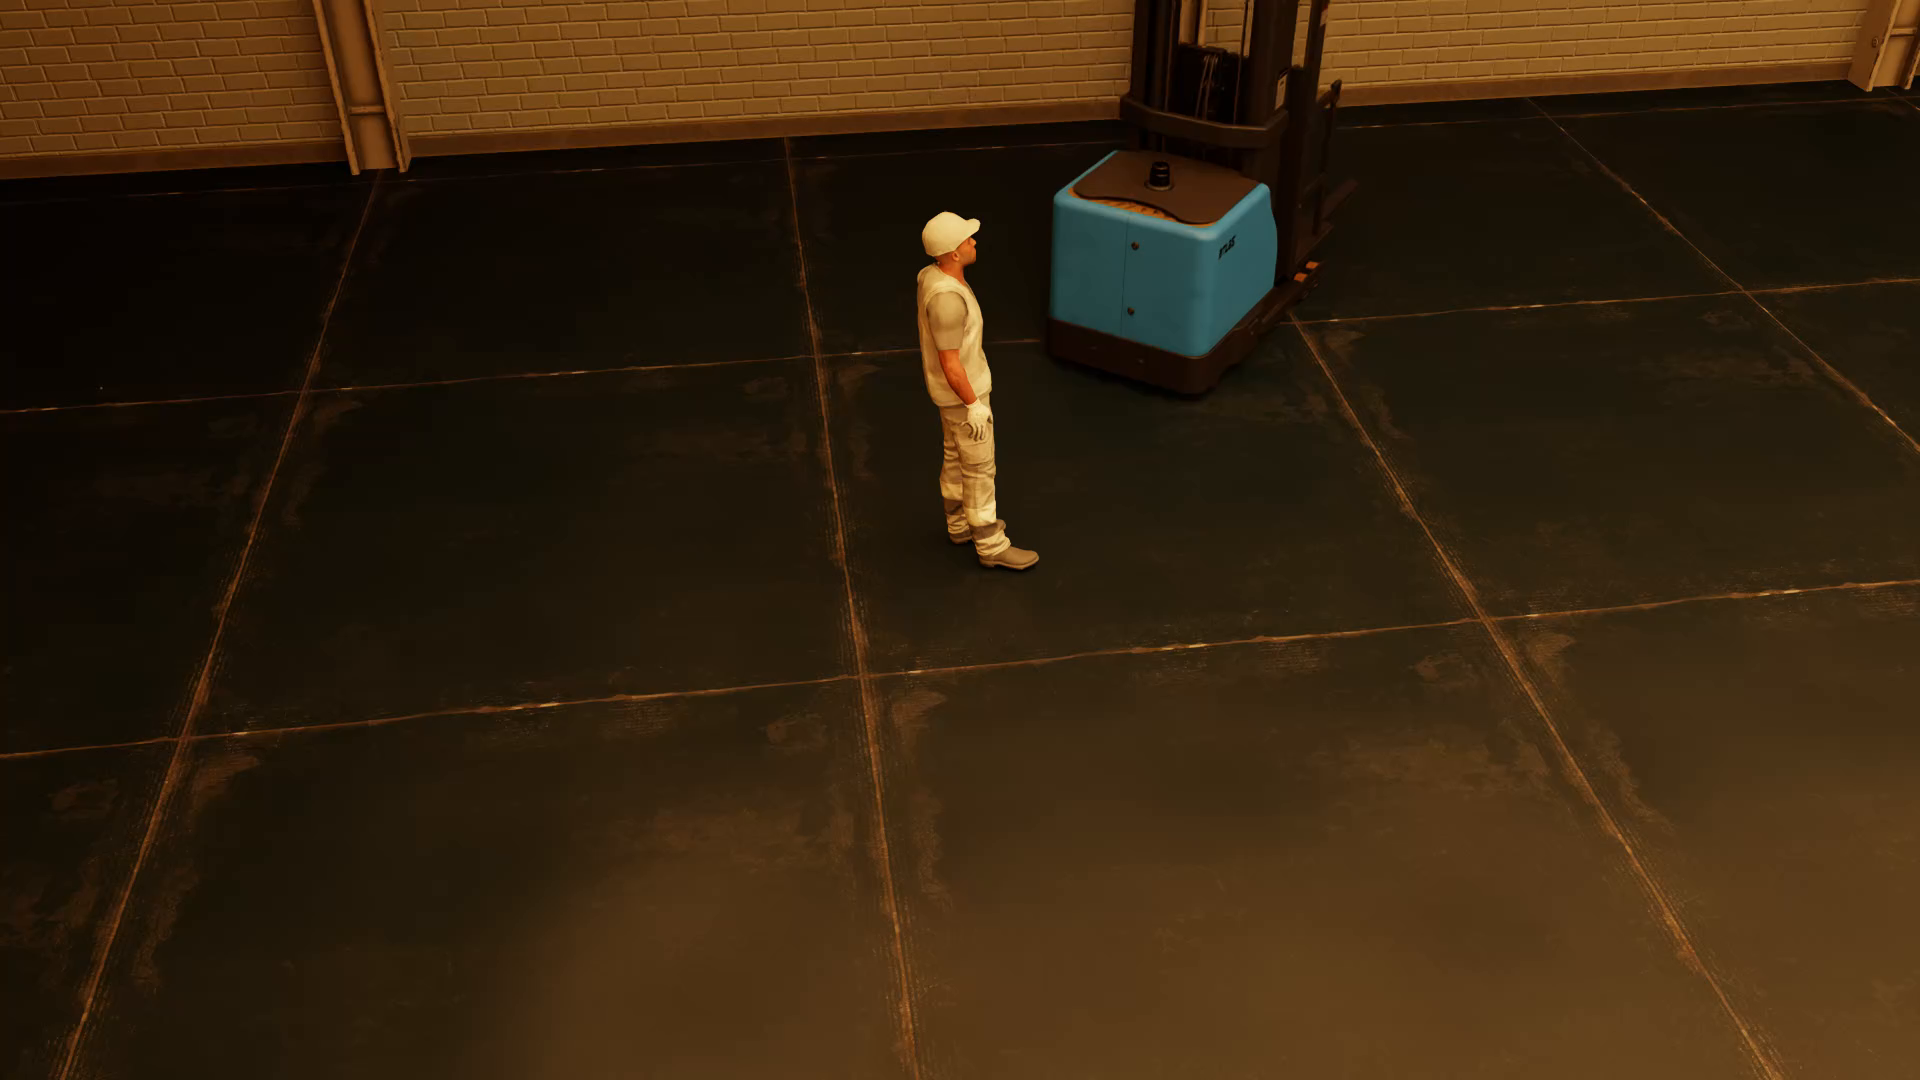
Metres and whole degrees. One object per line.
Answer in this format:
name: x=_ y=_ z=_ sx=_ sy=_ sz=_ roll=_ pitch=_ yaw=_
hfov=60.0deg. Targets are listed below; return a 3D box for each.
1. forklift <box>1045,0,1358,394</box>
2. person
forklift: x=1.708 y=-2.861 z=9.978 sx=1.130 sy=2.935 sz=3.031 roll=20 pitch=40 yaw=25
person: x=0.082 y=-0.730 z=7.998 sx=0.562 sy=1.789 sz=0.638 roll=-5 pitch=36 yaw=-6
